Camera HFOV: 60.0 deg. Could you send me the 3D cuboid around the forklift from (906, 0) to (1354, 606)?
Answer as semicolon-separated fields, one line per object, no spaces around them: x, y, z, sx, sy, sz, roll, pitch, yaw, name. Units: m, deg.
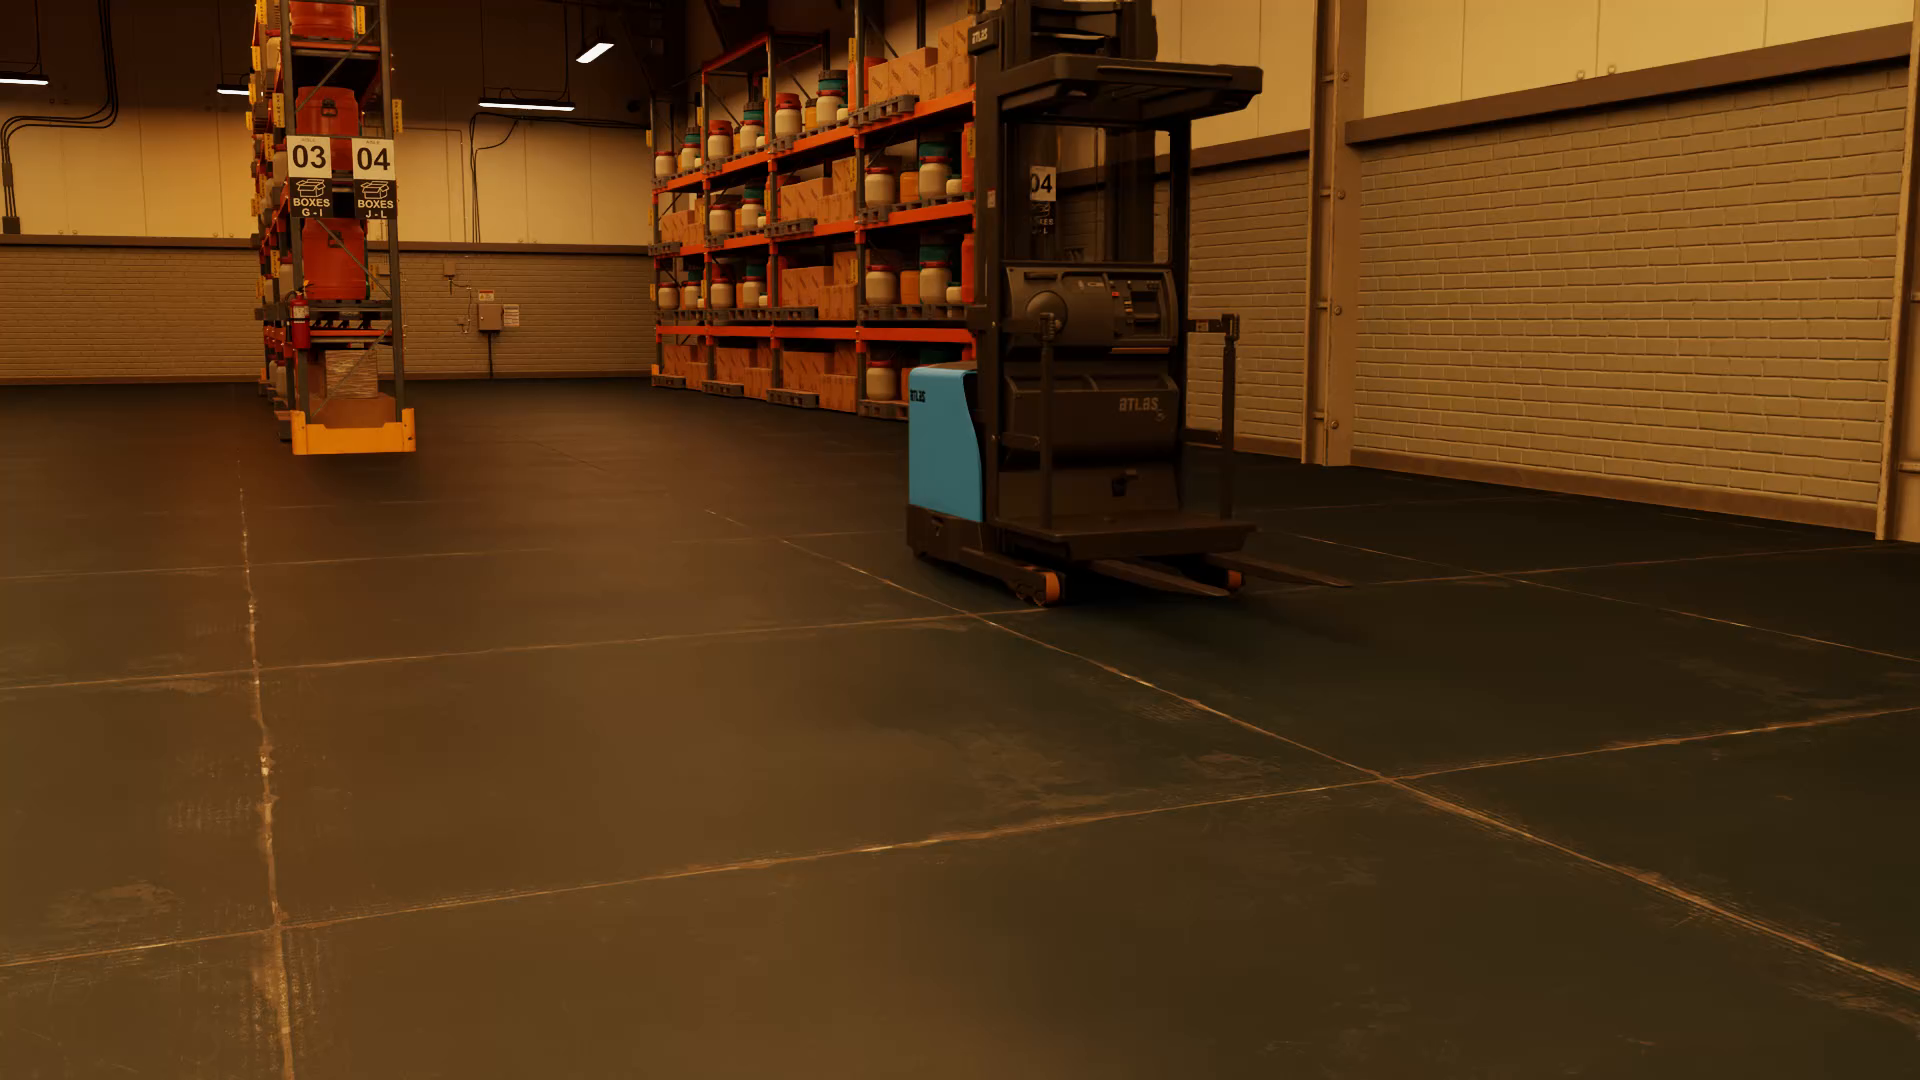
0.749;-1.205;8.079;1.130;2.935;3.031;-3;8;-23;forklift
